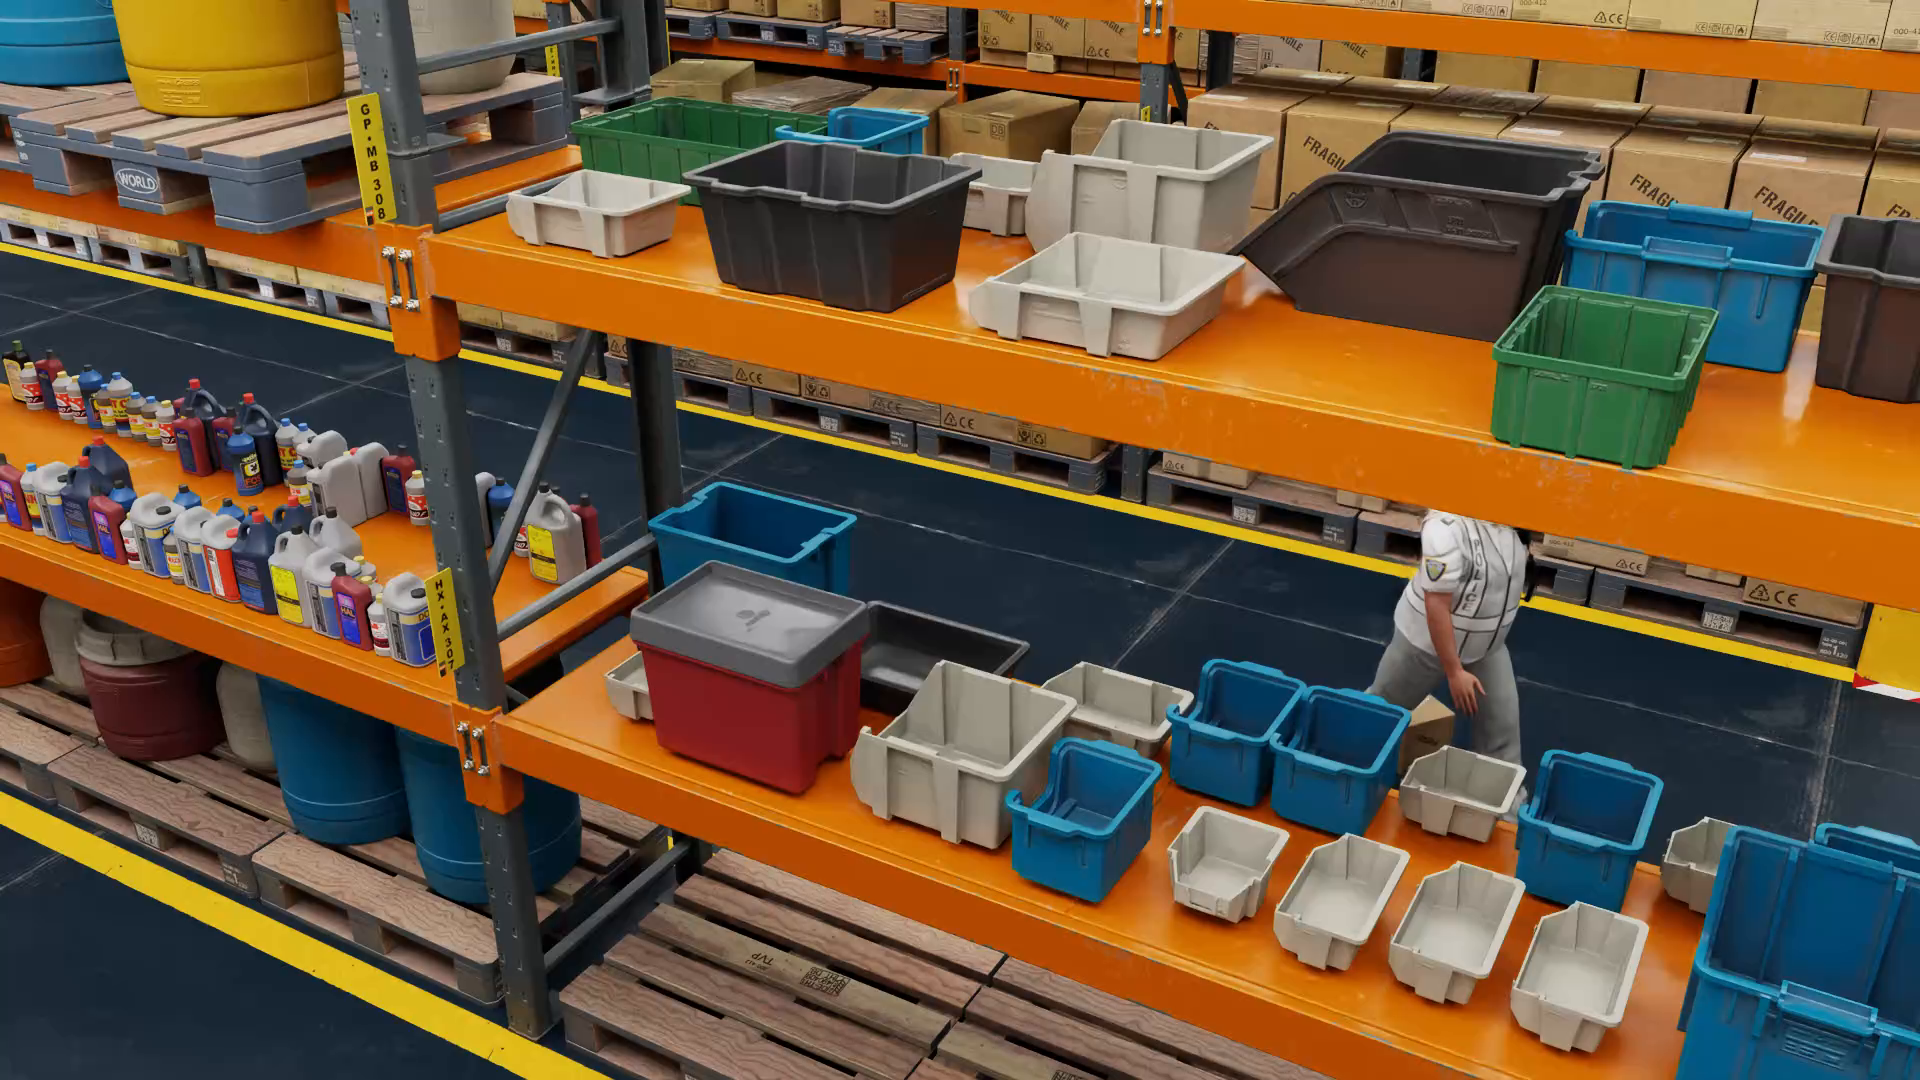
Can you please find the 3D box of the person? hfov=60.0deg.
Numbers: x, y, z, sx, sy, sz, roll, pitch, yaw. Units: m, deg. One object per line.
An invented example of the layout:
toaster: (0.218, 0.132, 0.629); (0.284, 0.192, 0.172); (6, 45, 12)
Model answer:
person: (1.922, 0.372, 6.344); (0.556, 1.701, 1.047); (-17, 31, -30)
